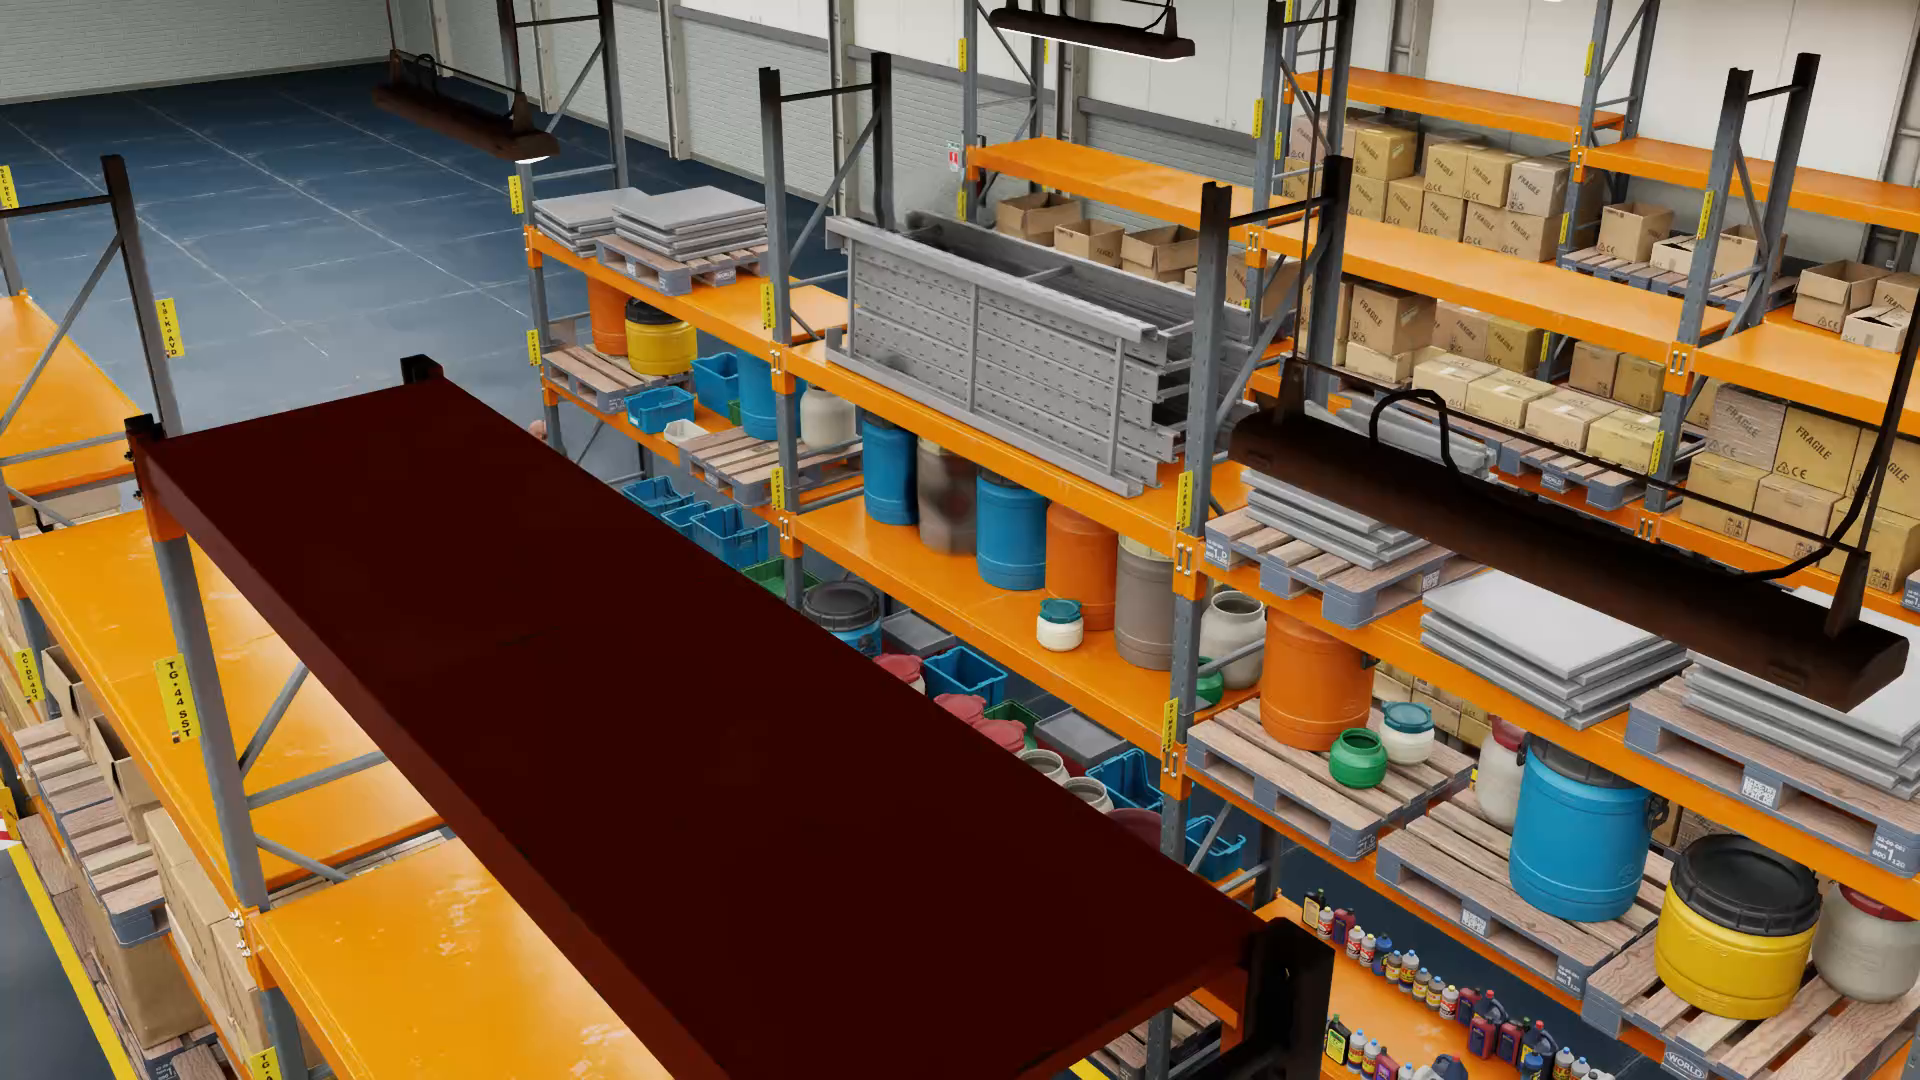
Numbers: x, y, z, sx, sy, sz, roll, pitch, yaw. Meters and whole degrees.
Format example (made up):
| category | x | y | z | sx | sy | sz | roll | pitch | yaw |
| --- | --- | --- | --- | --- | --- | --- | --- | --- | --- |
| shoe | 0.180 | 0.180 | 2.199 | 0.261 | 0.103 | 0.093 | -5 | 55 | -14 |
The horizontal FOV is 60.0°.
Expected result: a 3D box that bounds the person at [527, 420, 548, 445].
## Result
| category | x | y | z | sx | sy | sz | roll | pitch | yaw |
| --- | --- | --- | --- | --- | --- | --- | --- | --- | --- |
| person | -4.280 | -0.462 | 17.351 | 0.602 | 1.698 | 0.673 | -2 | 26 | -4 |
